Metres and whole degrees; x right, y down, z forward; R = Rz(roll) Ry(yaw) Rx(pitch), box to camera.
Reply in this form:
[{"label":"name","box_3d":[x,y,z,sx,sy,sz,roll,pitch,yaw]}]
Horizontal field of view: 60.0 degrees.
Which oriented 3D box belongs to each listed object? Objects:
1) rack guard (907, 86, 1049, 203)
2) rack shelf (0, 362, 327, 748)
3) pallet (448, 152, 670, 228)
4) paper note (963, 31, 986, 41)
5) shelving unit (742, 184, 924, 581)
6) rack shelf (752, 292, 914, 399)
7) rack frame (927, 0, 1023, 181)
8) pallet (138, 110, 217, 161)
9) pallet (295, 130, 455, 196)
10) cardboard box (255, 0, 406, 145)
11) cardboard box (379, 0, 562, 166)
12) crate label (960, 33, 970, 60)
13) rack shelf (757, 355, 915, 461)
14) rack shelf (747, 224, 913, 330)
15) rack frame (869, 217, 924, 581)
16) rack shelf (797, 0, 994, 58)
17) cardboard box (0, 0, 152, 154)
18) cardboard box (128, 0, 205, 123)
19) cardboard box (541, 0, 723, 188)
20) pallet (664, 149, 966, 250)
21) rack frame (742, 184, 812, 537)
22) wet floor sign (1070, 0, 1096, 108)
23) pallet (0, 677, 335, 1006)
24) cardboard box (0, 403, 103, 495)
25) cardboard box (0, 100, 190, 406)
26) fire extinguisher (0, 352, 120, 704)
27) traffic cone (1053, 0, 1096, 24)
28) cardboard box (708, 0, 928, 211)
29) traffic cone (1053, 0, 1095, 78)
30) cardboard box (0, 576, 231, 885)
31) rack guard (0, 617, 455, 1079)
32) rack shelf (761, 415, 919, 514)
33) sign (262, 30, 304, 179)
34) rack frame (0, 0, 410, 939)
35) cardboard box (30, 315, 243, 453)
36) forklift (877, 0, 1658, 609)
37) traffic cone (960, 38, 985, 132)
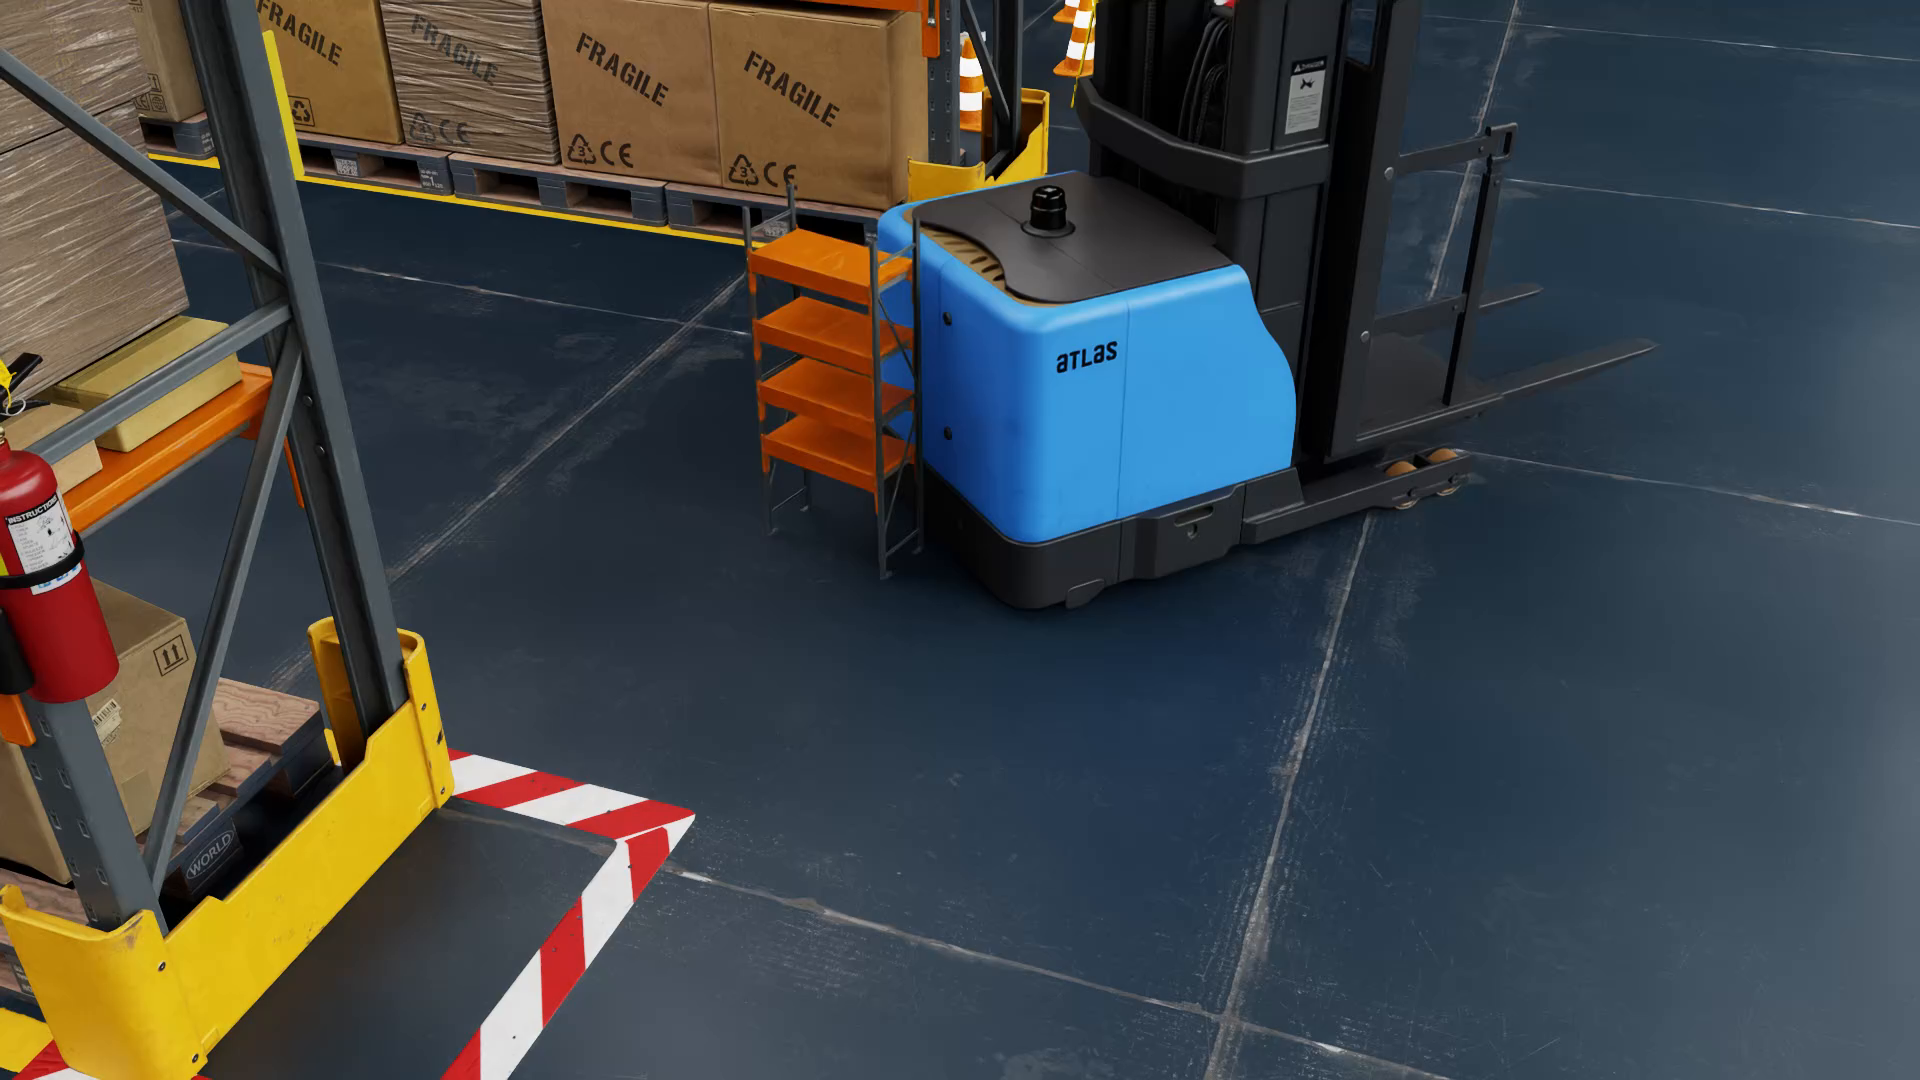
[{"label":"rack guard","box_3d":[0.103,-1.760,8.014,0.348,0.500,1.175,11,34,16]},{"label":"rack shelf","box_3d":[-3.571,-0.364,4.211,4.000,0.370,1.077,11,34,16]},{"label":"pallet","box_3d":[-1.843,-1.973,8.611,1.213,0.211,1.003,11,34,16]},{"label":"paper note","box_3d":[0.094,-3.269,10.786,0.142,0.019,0.148,0,33,0]},{"label":"shelving unit","box_3d":[-0.398,-0.497,5.414,0.503,1.200,0.258,20,38,28]},{"label":"rack shelf","box_3d":[-0.398,-0.629,5.330,0.480,0.148,0.258,20,38,28]},{"label":"rack frame","box_3d":[0.081,-2.814,7.343,0.127,3.000,1.000,11,34,16]},{"label":"pallet","box_3d":[-4.437,-2.477,9.392,1.213,0.211,1.003,11,34,16]},{"label":"pallet","box_3d":[-2.995,-2.195,8.956,1.213,0.211,1.003,11,34,16]},{"label":"cardboard box","box_3d":[-3.116,-2.679,8.706,0.875,0.875,0.875,12,35,17]},{"label":"cardboard box","box_3d":[-2.267,-2.516,8.453,0.875,0.875,0.875,11,35,17]},{"label":"crate label","box_3d":[0.000,-3.061,10.364,0.298,0.136,0.250,-6,33,-9]},{"label":"rack shelf","box_3d":[-0.398,-0.441,5.451,0.480,0.148,0.258,20,38,28]},{"label":"rack shelf","box_3d":[-0.398,-0.828,5.201,0.480,0.148,0.258,20,38,28]},{"label":"rack frame","box_3d":[-0.195,-0.424,5.300,0.015,1.200,0.240,20,38,28]},{"label":"rack shelf","box_3d":[-1.802,-2.878,8.105,4.000,0.370,1.077,11,34,16]},{"label":"cardboard box","box_3d":[-2.114,-1.127,3.442,0.500,0.500,0.500,11,34,16]},{"label":"cardboard box","box_3d":[-4.300,-2.845,9.078,0.750,0.750,1.050,11,34,16]},{"label":"cardboard box","box_3d":[-1.409,-2.348,8.193,0.875,0.875,0.875,10,34,16]},{"label":"pallet","box_3d":[-0.698,-1.749,8.264,1.213,0.211,1.003,11,34,16]},{"label":"rack frame","box_3d":[-0.600,-0.571,5.529,0.015,1.200,0.240,20,38,28]},{"label":"wet floor sign","box_3d":[0.776,-2.831,9.539,0.232,0.644,0.267,5,33,8]},{"label":"pallet","box_3d":[-2.512,0.691,4.485,1.213,0.211,1.003,11,34,16]},{"label":"cardboard box","box_3d":[-2.026,-0.141,3.435,0.250,0.149,0.380,11,34,16]},{"label":"cardboard box","box_3d":[-2.196,-0.582,3.519,0.500,0.500,0.875,11,34,16]},{"label":"fire extinguisher","box_3d":[-1.736,-0.011,3.073,0.183,0.674,0.296,11,34,16]},{"label":"traffic cone","box_3d":[0.816,-3.714,11.076,0.334,0.463,0.336,11,34,16]},{"label":"cardboard box","box_3d":[-0.580,-2.188,7.945,0.875,0.875,0.875,11,35,17]},{"label":"traffic cone","box_3d":[0.761,-3.085,10.102,0.334,0.463,0.336,11,34,16]},{"label":"cardboard box","box_3d":[-2.270,0.451,4.203,0.500,0.500,0.500,18,37,25]},{"label":"rack guard","box_3d":[-1.759,0.736,4.149,0.348,0.500,1.175,11,34,16]},{"label":"rack shelf","box_3d":[-0.398,-0.274,5.559,0.480,0.148,0.258,20,38,28]},{"label":"sign","box_3d":[-1.505,-0.941,3.643,0.005,0.325,0.100,11,34,16]},{"label":"rack frame","box_3d":[-1.688,-0.300,3.449,0.127,3.000,1.000,11,34,16]},{"label":"cardboard box","box_3d":[-1.876,-0.368,3.787,0.250,0.149,0.380,11,34,16]},{"label":"forklift","box_3d":[1.255,-1.575,5.487,3.031,2.935,1.130,-17,36,-24]},{"label":"traffic cone","box_3d":[0.060,-2.571,9.305,0.334,0.463,0.336,11,34,16]}]
